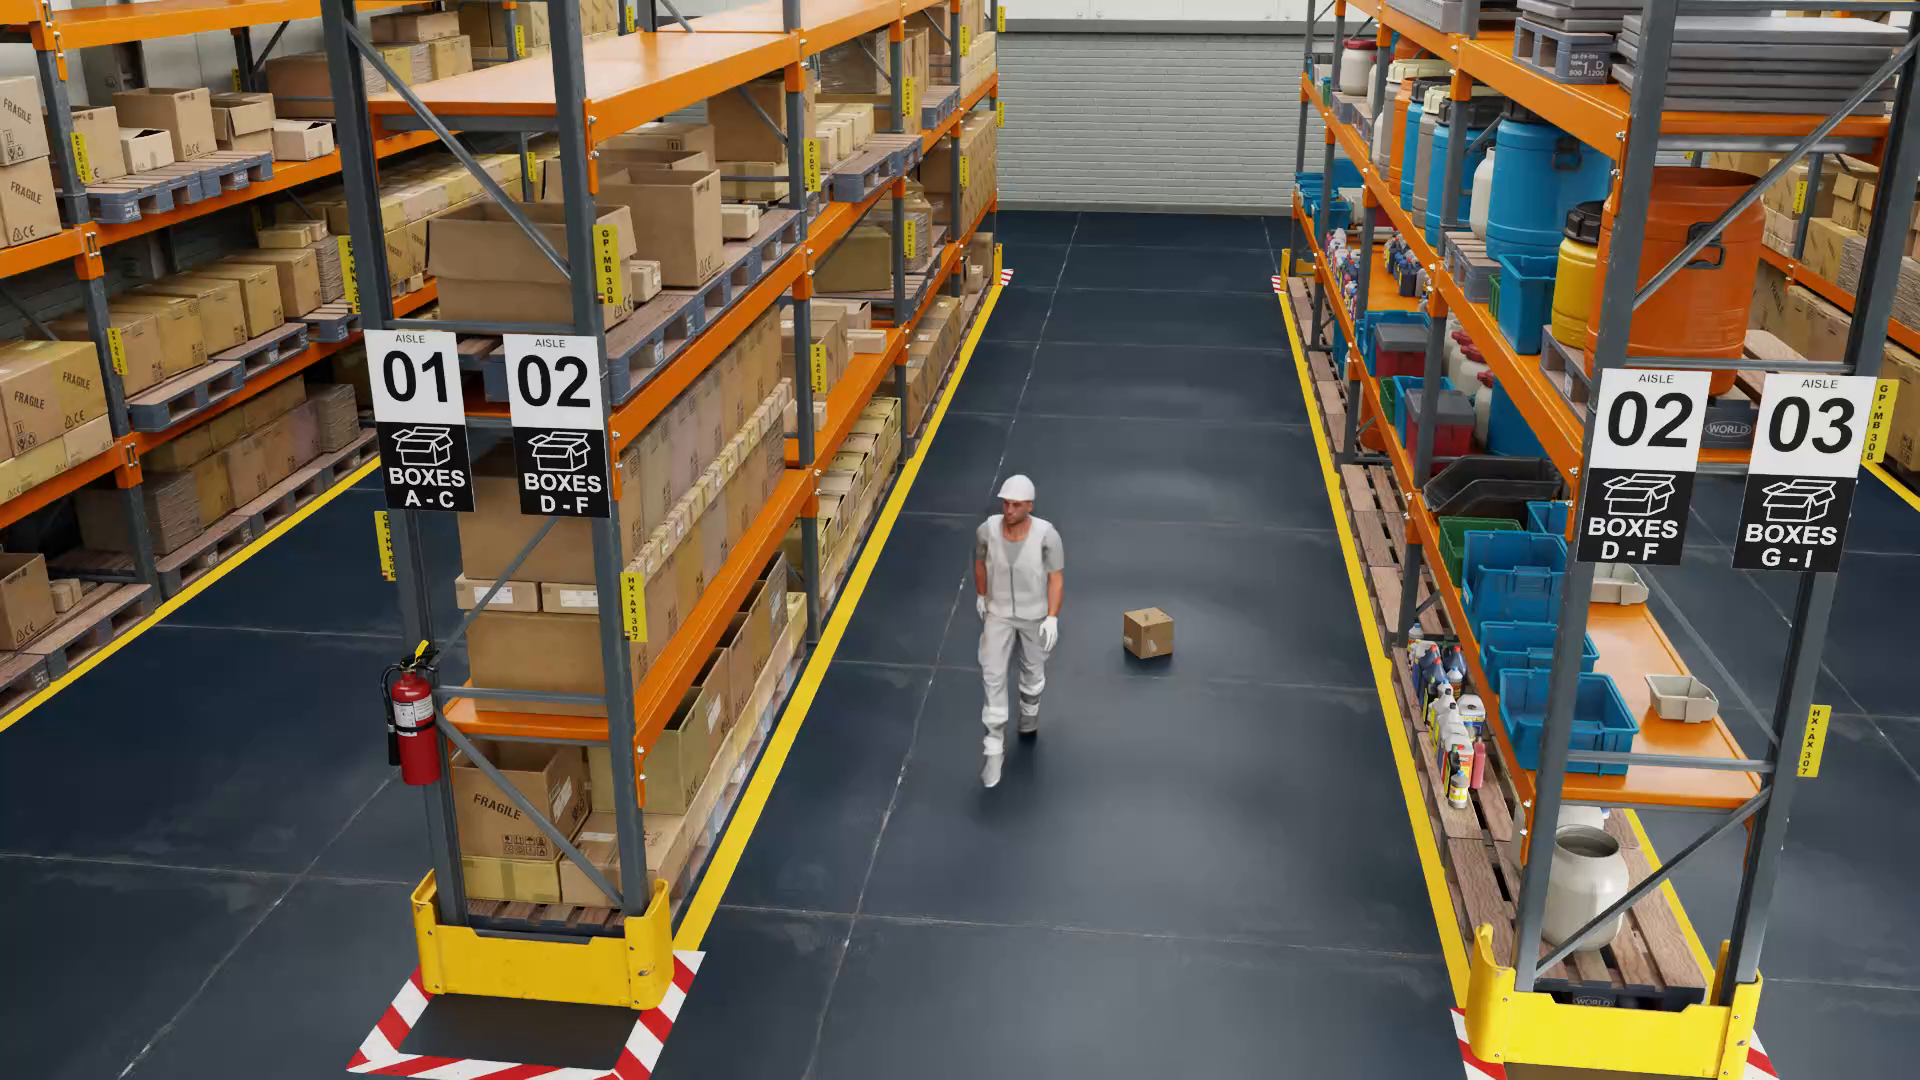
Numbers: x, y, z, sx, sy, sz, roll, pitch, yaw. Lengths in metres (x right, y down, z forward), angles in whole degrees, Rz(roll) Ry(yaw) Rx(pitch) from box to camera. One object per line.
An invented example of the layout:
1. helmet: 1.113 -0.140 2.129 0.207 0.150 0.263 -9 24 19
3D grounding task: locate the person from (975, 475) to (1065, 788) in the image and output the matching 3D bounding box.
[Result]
1. person: 0.329 0.474 9.833 0.566 1.785 0.904 4 21 10
